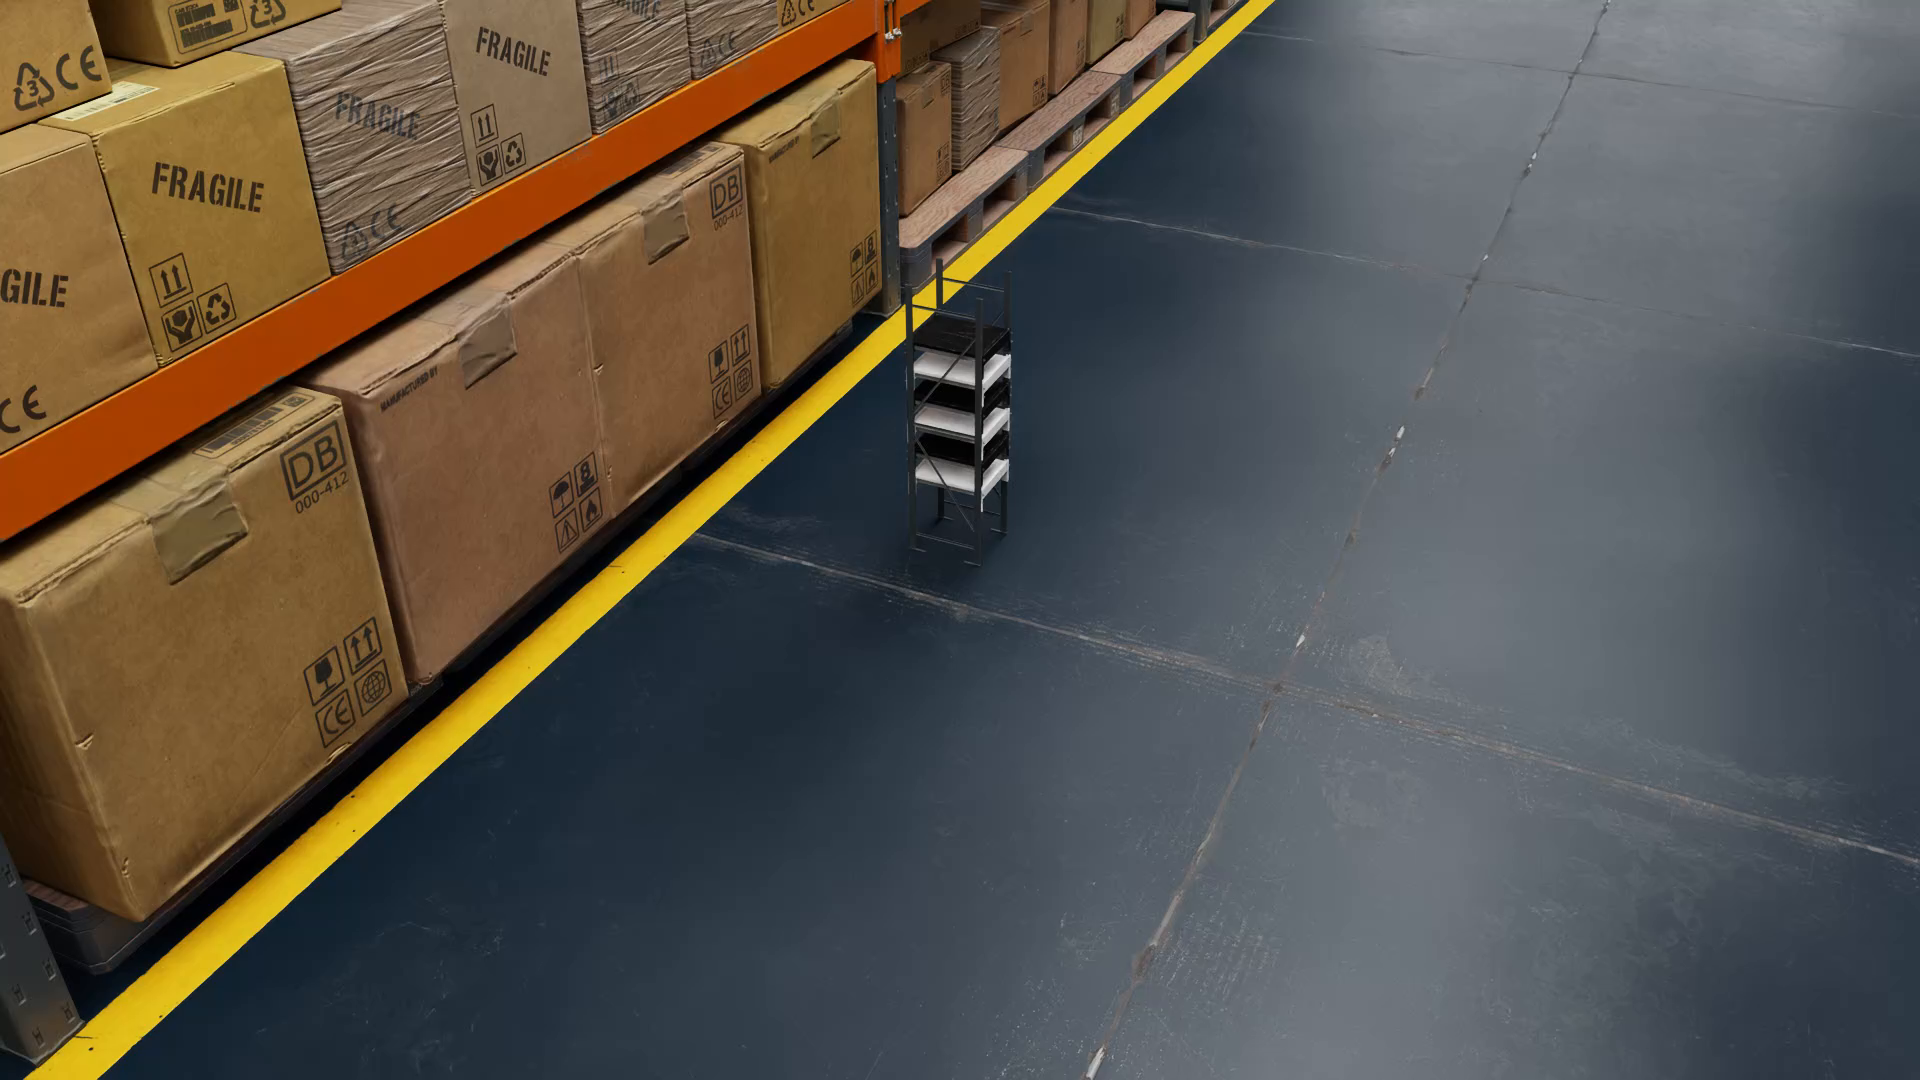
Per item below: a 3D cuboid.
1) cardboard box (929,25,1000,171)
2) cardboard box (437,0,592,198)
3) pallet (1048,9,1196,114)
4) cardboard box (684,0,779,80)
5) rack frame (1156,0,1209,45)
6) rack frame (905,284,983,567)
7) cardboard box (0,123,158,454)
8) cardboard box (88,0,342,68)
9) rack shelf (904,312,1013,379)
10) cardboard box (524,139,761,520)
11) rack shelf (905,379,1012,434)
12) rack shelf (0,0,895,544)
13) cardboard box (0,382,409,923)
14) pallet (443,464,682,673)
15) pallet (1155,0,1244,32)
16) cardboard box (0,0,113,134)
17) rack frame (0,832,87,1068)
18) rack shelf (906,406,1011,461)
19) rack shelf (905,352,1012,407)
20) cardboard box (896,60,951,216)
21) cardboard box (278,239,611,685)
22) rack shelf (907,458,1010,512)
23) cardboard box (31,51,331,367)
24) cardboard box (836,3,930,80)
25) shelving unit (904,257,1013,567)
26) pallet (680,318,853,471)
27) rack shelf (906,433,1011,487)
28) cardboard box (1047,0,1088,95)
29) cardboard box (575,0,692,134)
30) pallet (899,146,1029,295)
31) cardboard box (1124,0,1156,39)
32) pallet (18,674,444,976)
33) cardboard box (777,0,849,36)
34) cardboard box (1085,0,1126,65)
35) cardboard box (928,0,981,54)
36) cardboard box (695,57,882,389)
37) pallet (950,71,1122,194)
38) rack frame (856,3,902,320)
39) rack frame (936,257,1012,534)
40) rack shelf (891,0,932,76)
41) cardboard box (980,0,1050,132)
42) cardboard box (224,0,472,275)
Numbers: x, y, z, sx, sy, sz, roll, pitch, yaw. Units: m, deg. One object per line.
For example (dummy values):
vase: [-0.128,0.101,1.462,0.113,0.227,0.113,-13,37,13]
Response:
cardboard box: [-0.232,-2.025,7.481,0.700,0.500,0.500,11,35,17]
cardboard box: [-1.338,-1.248,4.327,0.500,0.500,0.500,15,36,21]
pallet: [0.634,-2.707,9.185,1.003,0.211,1.213,14,36,20]
cardboard box: [-0.910,-1.761,5.109,0.500,0.500,0.500,14,36,20]
rack frame: [0.959,-4.261,9.013,1.000,3.000,0.127,14,36,20]
rack frame: [-0.046,-0.322,4.920,0.240,0.900,0.006,14,36,20]
cardboard box: [-1.969,-0.490,3.171,0.500,0.500,0.500,14,36,21]
cardboard box: [-1.831,-1.397,3.639,0.797,0.503,0.637,15,36,21]
rack shelf: [-0.003,-0.570,4.867,0.258,0.077,0.200,14,36,20]
cardboard box: [-1.402,-0.775,5.251,1.225,0.875,0.875,14,36,21]
rack shelf: [-0.003,-0.420,4.966,0.258,0.077,0.200,14,36,20]
rack shelf: [-1.552,-0.972,4.653,1.077,0.370,4.000,14,36,20]
cardboard box: [-2.139,0.113,3.897,1.225,0.875,0.875,14,36,21]
pallet: [-1.625,-0.122,5.243,1.003,0.211,1.213,14,36,20]
pallet: [1.208,-3.437,10.300,1.003,0.211,1.213,14,36,20]
cardboard box: [-2.129,-1.058,3.122,0.797,0.503,0.637,13,36,19]
rack frame: [-2.388,-0.277,2.936,1.000,3.000,0.127,14,36,20]
rack shelf: [-0.003,-0.344,5.015,0.258,0.077,0.200,14,36,20]
rack shelf: [-0.003,-0.495,4.917,0.258,0.077,0.200,14,36,20]
cardboard box: [-0.453,-1.746,7.055,0.700,0.500,0.500,12,35,18]
cardboard box: [-1.766,-0.332,4.576,1.225,0.875,0.875,13,35,19]
rack shelf: [-0.003,-0.194,5.114,0.258,0.077,0.200,14,36,20]
cardboard box: [-1.759,-0.741,3.553,0.500,0.500,0.500,14,36,21]
cardboard box: [-0.462,-2.062,6.853,0.500,0.250,0.500,16,36,22]
shelving unit: [-0.003,-0.372,4.997,0.258,0.900,0.210,14,36,20]
pallet: [-1.113,-0.727,6.167,1.003,0.211,1.213,14,36,20]
rack shelf: [-0.003,-0.269,5.065,0.258,0.077,0.200,14,36,20]
cardboard box: [0.232,-2.587,8.338,0.700,0.500,0.500,11,35,16]
cardboard box: [-1.124,-1.502,4.713,0.500,0.500,0.500,13,35,19]
pallet: [-0.386,-1.492,7.332,1.003,0.211,1.213,14,36,20]
cardboard box: [0.682,-3.099,9.119,0.700,0.500,0.500,11,35,17]
pallet: [-2.134,0.488,4.313,1.003,0.211,1.213,14,36,20]
cardboard box: [-0.696,-2.008,5.486,0.500,0.500,0.500,15,36,22]
cardboard box: [0.466,-2.866,8.763,0.700,0.500,0.500,14,36,20]
cardboard box: [-0.249,-2.328,7.260,0.500,0.250,0.500,18,37,26]
cardboard box: [-1.022,-1.217,5.925,1.225,0.875,0.875,13,35,18]
pallet: [0.125,-2.097,8.255,1.003,0.211,1.213,14,36,20]
rack frame: [-0.715,-2.269,5.975,1.000,3.000,0.127,14,36,20]
rack frame: [0.039,-0.423,5.074,0.240,0.900,0.006,14,36,20]
rack shelf: [0.122,-2.964,7.691,1.077,0.370,4.000,14,36,20]
cardboard box: [-0.001,-2.309,7.914,0.700,0.500,0.500,17,37,24]
cardboard box: [-1.549,-0.990,3.933,0.500,0.500,0.500,13,36,19]
